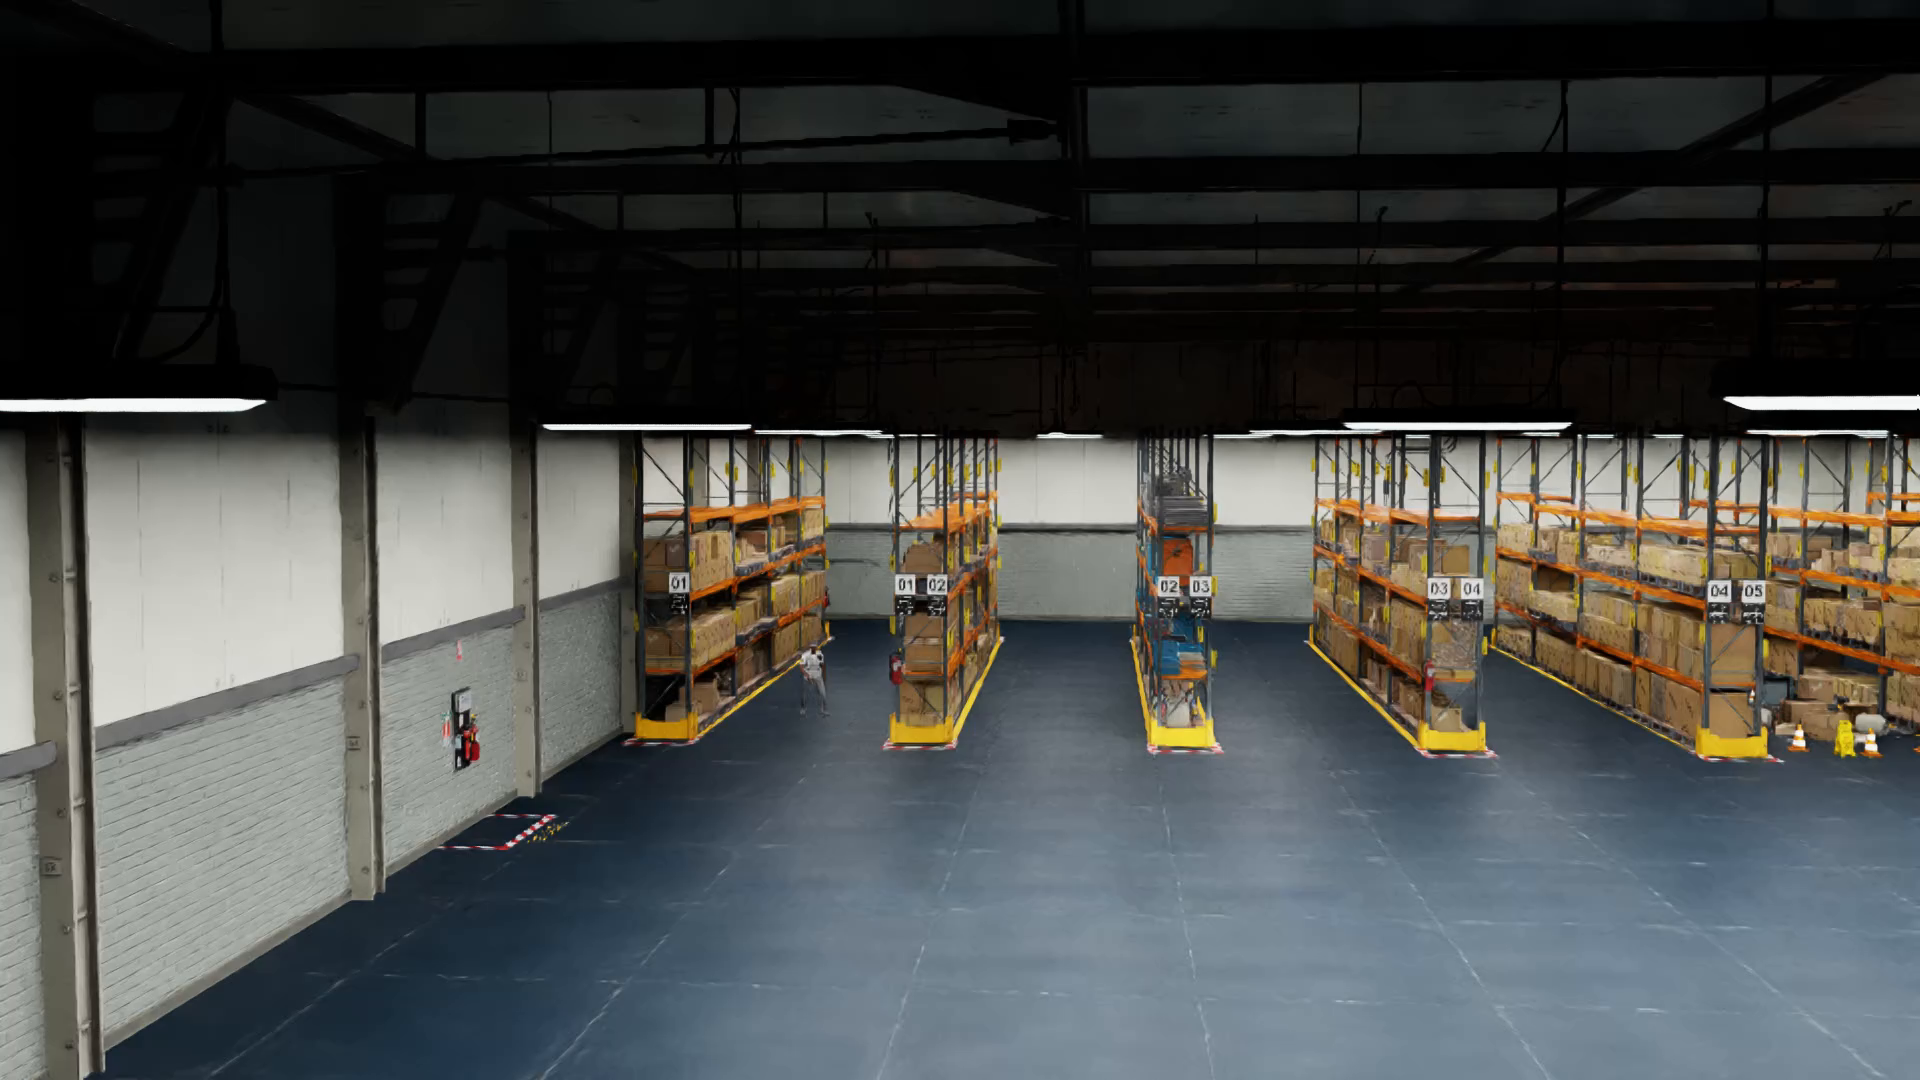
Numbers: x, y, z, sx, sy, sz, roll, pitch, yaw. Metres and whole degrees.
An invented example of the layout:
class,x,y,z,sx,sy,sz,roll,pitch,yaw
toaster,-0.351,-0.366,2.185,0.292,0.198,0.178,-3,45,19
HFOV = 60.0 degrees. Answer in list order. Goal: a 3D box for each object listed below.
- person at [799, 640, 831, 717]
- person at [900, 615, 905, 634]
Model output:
class,x,y,z,sx,sy,sz,roll,pitch,yaw
person,-3.039,2.836,34.496,0.613,1.606,0.828,-1,4,-12
person,-1.547,1.877,48.953,0.532,1.785,0.716,3,5,43
